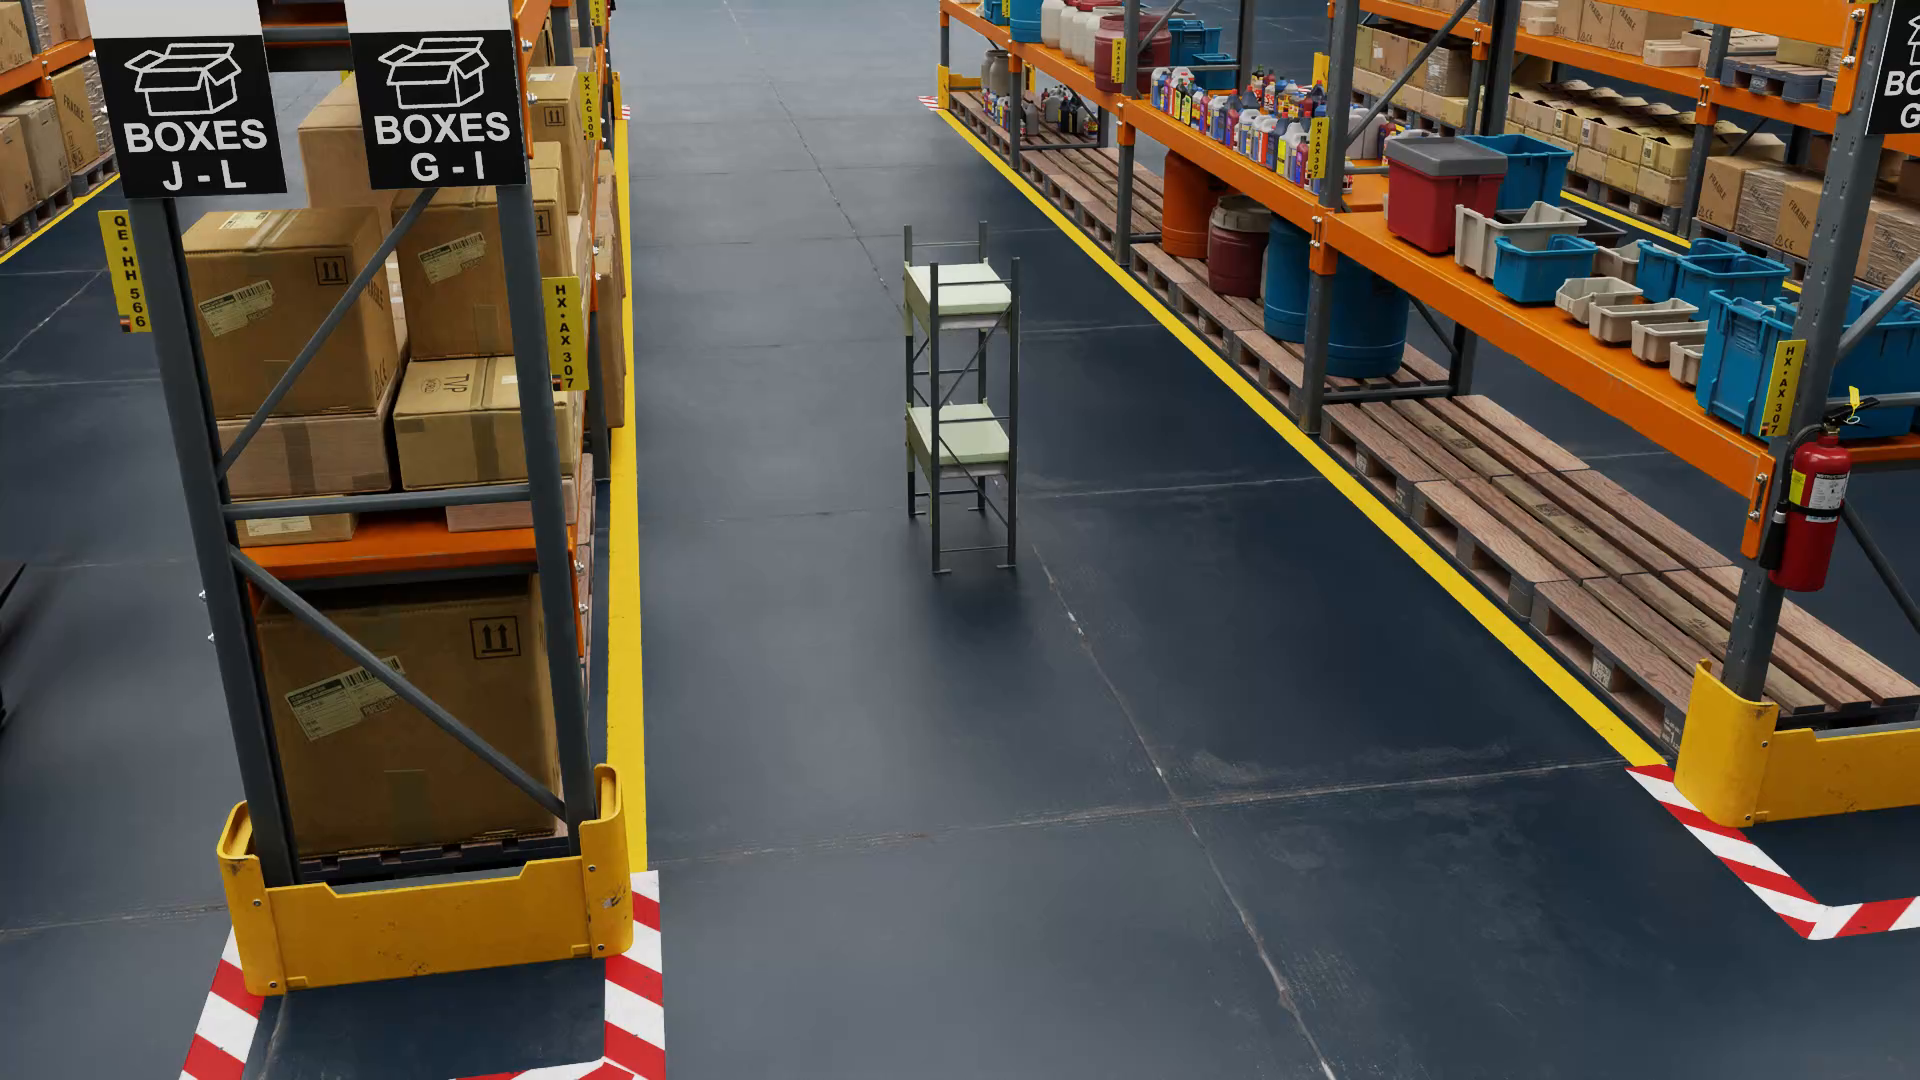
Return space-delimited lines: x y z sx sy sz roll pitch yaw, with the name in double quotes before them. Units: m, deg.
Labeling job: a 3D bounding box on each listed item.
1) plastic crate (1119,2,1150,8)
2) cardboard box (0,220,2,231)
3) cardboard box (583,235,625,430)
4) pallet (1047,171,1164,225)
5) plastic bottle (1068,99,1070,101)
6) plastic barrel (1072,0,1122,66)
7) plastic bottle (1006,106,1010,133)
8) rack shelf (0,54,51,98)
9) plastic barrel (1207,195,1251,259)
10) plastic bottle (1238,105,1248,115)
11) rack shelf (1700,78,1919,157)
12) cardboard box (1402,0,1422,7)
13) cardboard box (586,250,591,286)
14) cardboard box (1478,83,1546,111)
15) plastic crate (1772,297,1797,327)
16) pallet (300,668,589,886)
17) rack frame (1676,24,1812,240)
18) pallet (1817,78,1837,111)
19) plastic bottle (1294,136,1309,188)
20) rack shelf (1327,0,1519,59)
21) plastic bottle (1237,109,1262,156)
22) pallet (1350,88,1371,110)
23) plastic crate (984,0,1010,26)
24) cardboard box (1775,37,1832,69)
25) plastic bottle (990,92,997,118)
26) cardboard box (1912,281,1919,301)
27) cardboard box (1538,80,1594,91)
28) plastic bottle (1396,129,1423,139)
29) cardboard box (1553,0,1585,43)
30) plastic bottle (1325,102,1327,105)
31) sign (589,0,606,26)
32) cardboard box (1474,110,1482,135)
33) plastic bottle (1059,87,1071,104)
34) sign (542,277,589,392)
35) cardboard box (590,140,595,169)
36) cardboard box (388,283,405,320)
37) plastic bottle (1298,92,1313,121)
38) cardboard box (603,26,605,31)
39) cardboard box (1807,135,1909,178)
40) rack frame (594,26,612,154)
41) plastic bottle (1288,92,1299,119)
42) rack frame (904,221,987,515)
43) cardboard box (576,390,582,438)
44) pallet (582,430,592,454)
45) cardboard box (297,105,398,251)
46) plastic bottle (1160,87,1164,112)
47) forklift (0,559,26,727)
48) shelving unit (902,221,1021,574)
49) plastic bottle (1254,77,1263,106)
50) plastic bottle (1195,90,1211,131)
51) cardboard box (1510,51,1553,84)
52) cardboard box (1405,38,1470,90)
"plastic crate" 1.514 -4.768 15.439 0.392 0.384 0.575 -4 24 -10
"cardboard box" -8.206 -2.670 12.902 1.050 0.750 0.750 -4 24 -9
"cardboard box" -2.522 -1.142 9.247 1.225 0.875 0.875 -4 24 -10
"pallet" 1.417 -3.121 15.133 1.003 0.211 1.213 -4 24 -10
"plastic bottle" 1.164 -4.615 17.928 0.097 0.271 0.097 0 24 0
"plastic barrel" 1.182 -4.397 14.401 0.433 0.535 0.433 0 24 0
"plastic bottle" 0.567 -4.481 17.523 0.144 0.351 0.185 -6 24 -12
"rack shelf" -8.386 -3.376 13.131 1.077 0.370 4.000 -4 24 -10
"plastic barrel" 2.044 -2.259 12.257 0.421 0.512 0.421 0 24 0
"plastic bottle" 1.851 -2.698 10.842 0.097 0.271 0.097 0 24 0
"rack shelf" 6.983 -2.862 11.953 1.077 0.370 4.000 -4 24 -10
"cardboard box" 5.496 -6.377 18.979 0.700 0.500 0.500 -4 24 -8
"cardboard box" -1.910 -1.260 7.701 0.380 0.149 0.250 -5 24 -11
"cardboard box" 5.705 -4.560 17.153 0.500 0.311 0.500 -4 24 -10
"plastic crate" 3.380 -0.797 6.462 0.416 0.233 0.300 -4 24 -10
"pallet" -1.869 0.870 5.995 1.003 0.211 1.213 -4 24 -10
"rack frame" 6.613 -3.978 13.611 1.000 3.000 0.127 -4 24 -10
"pallet" 6.977 -3.125 11.898 1.003 0.211 1.213 -4 24 -10
"plastic bottle" 2.006 -2.205 9.696 0.061 0.283 0.133 -4 24 -10
"rack shelf" 5.503 -6.008 19.158 1.077 0.370 4.000 -4 24 -10
"plastic bottle" 1.865 -2.600 10.610 0.152 0.276 0.135 -4 24 -10
"pallet" 5.316 -5.549 20.692 1.003 0.211 1.213 -4 24 -10
"plastic crate" 0.533 -5.533 17.357 0.499 0.251 0.616 -4 24 -10
"cardboard box" 6.840 -3.977 12.958 0.700 0.500 0.500 -13 27 -27
"plastic bottle" 0.376 -4.801 18.353 0.097 0.271 0.097 0 24 0
"cardboard box" 6.896 -1.829 11.263 0.500 0.500 0.500 -4 24 -10
"cardboard box" 6.230 -4.603 17.251 0.500 0.311 0.500 -4 24 -10
"plastic bottle" 2.705 -2.337 10.008 0.152 0.276 0.135 -4 24 -10
"cardboard box" 6.097 -5.087 16.024 0.500 0.500 0.500 -3 24 -6
"plastic bottle" 2.497 -2.822 11.026 0.144 0.351 0.185 -4 24 -10
"sign" -2.579 -3.819 11.801 0.100 0.325 0.005 -4 24 -10
"cardboard box" 5.704 -4.307 17.274 0.500 0.250 0.500 -5 24 -11
"plastic bottle" 1.150 -4.764 18.169 0.144 0.351 0.185 -4 24 -10
"sign" -1.098 -0.571 4.630 0.100 0.325 0.005 -4 24 -10
"cardboard box" -2.510 -2.516 10.137 0.500 0.500 0.500 -4 24 -9
"cardboard box" -2.182 -0.738 6.008 0.500 0.250 0.500 -5 24 -12
"plastic bottle" 2.342 -2.899 11.286 0.061 0.283 0.133 -4 24 -10
"cardboard box" -3.775 -5.206 16.736 0.380 0.149 0.250 -4 24 -10
"cardboard box" 7.031 -3.005 13.020 0.500 0.250 0.500 -3 24 -8
"rack frame" -3.863 -4.820 15.538 1.000 3.000 0.127 -4 24 -10
"plastic bottle" 2.374 -3.065 11.769 0.097 0.201 0.097 0 24 0
"rack frame" -0.069 -0.834 8.285 0.400 1.500 0.023 -4 24 -10
"cardboard box" -1.531 -0.453 5.852 0.380 0.149 0.250 -5 24 -11
"pallet" -2.600 -0.693 9.573 1.003 0.211 1.213 -4 24 -10
"cardboard box" -2.362 -1.478 6.766 0.500 0.500 0.500 -5 24 -11
"plastic bottle" 1.519 -3.242 12.173 0.097 0.201 0.097 0 24 0
"forklift" -4.239 -0.433 5.580 1.130 2.935 3.031 -5 24 -11
"shelving unit" -0.001 -0.690 7.956 0.431 1.500 0.755 -4 24 -10
"plastic bottle" 2.242 -3.348 12.415 0.097 0.201 0.097 0 24 0
"plastic bottle" 1.672 -2.949 11.414 0.097 0.271 0.097 0 24 0
"cardboard box" 6.095 -5.033 18.000 0.500 0.500 0.500 -4 24 -10
"cardboard box" 5.395 -5.388 18.812 0.500 0.500 0.500 -4 24 -10
